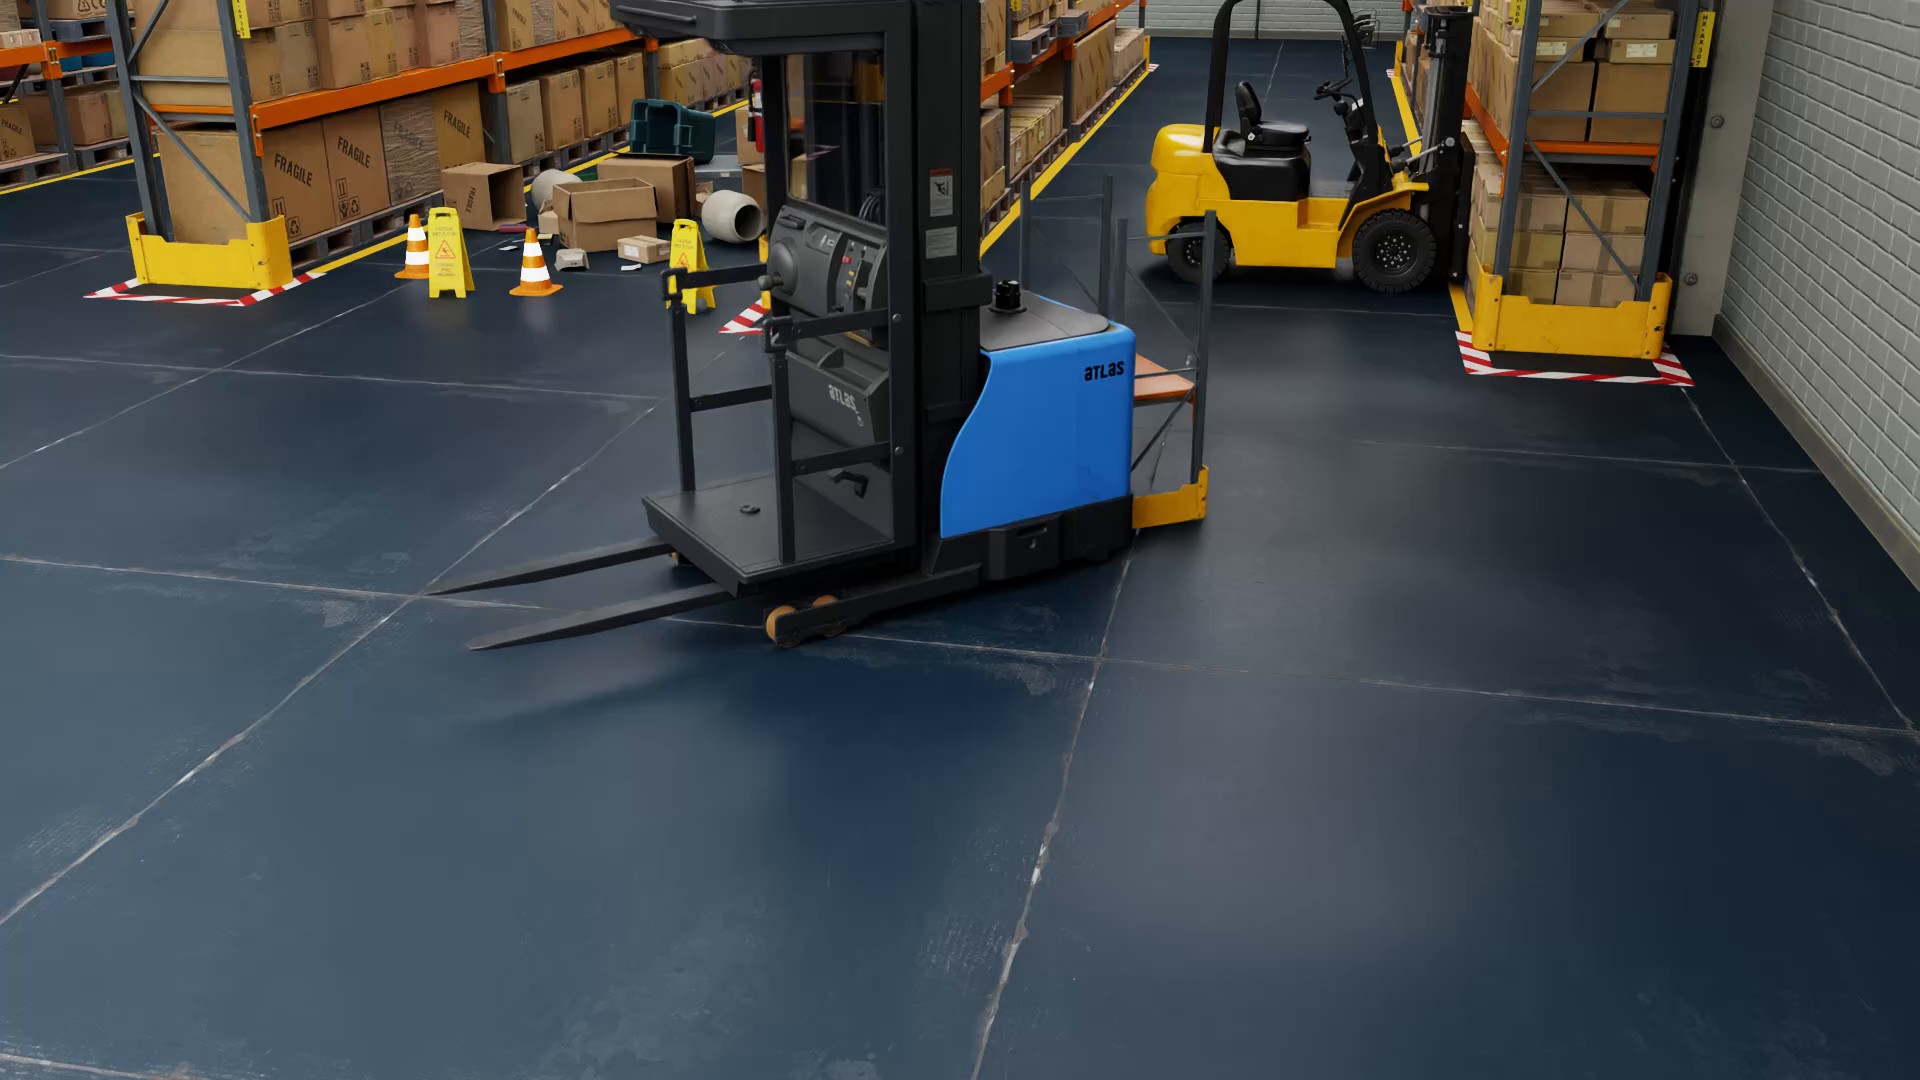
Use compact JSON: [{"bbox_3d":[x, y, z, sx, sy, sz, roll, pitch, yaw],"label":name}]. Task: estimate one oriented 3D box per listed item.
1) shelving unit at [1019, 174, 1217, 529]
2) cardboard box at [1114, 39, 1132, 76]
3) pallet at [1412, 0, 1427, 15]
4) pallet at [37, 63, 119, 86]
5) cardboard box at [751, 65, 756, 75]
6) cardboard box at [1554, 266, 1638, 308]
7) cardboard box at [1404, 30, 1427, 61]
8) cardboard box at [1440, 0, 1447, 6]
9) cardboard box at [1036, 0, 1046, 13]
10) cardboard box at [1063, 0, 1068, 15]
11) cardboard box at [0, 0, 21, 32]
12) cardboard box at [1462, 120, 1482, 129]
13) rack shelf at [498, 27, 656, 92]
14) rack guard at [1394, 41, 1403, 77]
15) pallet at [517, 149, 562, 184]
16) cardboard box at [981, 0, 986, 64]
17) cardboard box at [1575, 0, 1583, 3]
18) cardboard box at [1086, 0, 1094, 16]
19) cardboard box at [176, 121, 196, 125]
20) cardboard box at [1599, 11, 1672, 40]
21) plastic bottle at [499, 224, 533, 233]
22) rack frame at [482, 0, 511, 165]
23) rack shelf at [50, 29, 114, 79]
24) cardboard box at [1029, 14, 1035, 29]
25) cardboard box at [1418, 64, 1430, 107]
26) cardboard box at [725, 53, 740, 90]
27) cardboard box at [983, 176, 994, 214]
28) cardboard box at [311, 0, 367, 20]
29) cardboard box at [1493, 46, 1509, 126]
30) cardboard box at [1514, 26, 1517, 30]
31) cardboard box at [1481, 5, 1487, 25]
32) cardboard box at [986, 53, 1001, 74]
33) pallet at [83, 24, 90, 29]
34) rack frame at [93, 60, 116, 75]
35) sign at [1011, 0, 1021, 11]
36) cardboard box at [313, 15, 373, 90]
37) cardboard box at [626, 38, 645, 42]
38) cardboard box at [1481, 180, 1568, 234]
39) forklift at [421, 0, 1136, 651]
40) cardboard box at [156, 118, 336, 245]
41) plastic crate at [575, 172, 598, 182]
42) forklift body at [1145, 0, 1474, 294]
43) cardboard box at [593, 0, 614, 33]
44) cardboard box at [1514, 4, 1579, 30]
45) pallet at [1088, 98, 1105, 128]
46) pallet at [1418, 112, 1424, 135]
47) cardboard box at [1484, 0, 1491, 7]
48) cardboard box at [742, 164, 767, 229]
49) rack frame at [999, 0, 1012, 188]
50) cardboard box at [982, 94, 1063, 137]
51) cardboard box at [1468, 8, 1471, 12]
[{"bbox_3d":[0.730,-0.950,8.204,0.587,1.500,1.083,-9,24,-21],"label":"shelving unit"},{"bbox_3d":[2.009,-6.994,24.072,0.875,0.438,0.875,4,22,9],"label":"cardboard box"},{"bbox_3d":[6.184,-6.689,20.703,1.003,0.211,1.213,4,22,11],"label":"pallet"},{"bbox_3d":[-13.154,-6.999,24.950,1.003,0.211,1.213,4,22,11],"label":"pallet"},{"bbox_3d":[-2.884,-6.760,23.878,0.380,0.149,0.250,3,22,9],"label":"cardboard box"},{"bbox_3d":[4.297,-1.757,11.320,0.500,0.250,0.500,5,22,11],"label":"cardboard box"},{"bbox_3d":[7.053,-7.345,24.855,0.797,0.503,0.637,4,22,9],"label":"cardboard box"},{"bbox_3d":[5.284,-5.619,17.323,0.500,0.250,0.500,4,22,11],"label":"cardboard box"},{"bbox_3d":[0.554,-5.405,16.164,0.500,0.500,0.500,4,22,11],"label":"cardboard box"},{"bbox_3d":[0.950,-5.717,17.808,0.380,0.149,0.250,4,22,10],"label":"cardboard box"},{"bbox_3d":[-9.892,-5.293,16.449,0.875,0.500,0.500,4,22,11],"label":"cardboard box"},{"bbox_3d":[4.416,-3.366,13.976,0.500,0.250,0.500,4,22,10],"label":"cardboard box"},{"bbox_3d":[-4.497,-5.251,17.840,1.077,0.370,4.000,4,22,11],"label":"rack shelf"},{"bbox_3d":[7.255,-7.337,25.403,1.175,0.500,0.348,4,22,11],"label":"rack guard"},{"bbox_3d":[-4.821,-3.848,17.125,1.003,0.211,1.213,4,22,11],"label":"pallet"},{"bbox_3d":[-0.085,-4.137,13.578,0.500,0.500,0.500,5,22,12],"label":"cardboard box"},{"bbox_3d":[4.627,-3.828,11.944,0.380,0.149,0.250,5,22,11],"label":"cardboard box"},{"bbox_3d":[1.324,-6.447,20.046,0.500,0.250,0.500,5,23,13],"label":"cardboard box"},{"bbox_3d":[-9.250,-5.118,19.302,0.700,0.500,0.500,6,23,15],"label":"cardboard box"},{"bbox_3d":[4.283,-3.265,10.545,0.380,0.149,0.250,4,22,10],"label":"cardboard box"},{"bbox_3d":[-3.879,-2.723,14.534,0.283,0.061,0.133,-3,22,-8],"label":"plastic bottle"},{"bbox_3d":[-4.905,-4.853,15.889,1.000,3.000,0.127,4,22,11],"label":"rack frame"},{"bbox_3d":[-9.332,-5.666,18.870,1.077,0.370,4.000,4,22,11],"label":"rack shelf"},{"bbox_3d":[0.520,-5.060,16.177,0.380,0.149,0.250,5,22,12],"label":"cardboard box"},{"bbox_3d":[5.930,-5.560,20.427,0.500,0.500,0.500,4,22,9],"label":"cardboard box"},{"bbox_3d":[-3.282,-6.337,22.357,0.500,0.500,0.500,4,22,10],"label":"cardboard box"},{"bbox_3d":[0.005,-3.000,14.406,0.500,0.250,0.500,4,22,9],"label":"cardboard box"},{"bbox_3d":[-5.338,-4.496,13.356,0.875,0.550,0.550,4,22,11],"label":"cardboard box"},{"bbox_3d":[3.964,-3.108,11.423,0.500,0.500,0.500,5,23,13],"label":"cardboard box"},{"bbox_3d":[3.999,-3.444,11.388,0.380,0.149,0.250,4,22,11],"label":"cardboard box"},{"bbox_3d":[4.299,-4.110,13.041,0.380,0.149,0.250,5,22,12],"label":"cardboard box"},{"bbox_3d":[0.150,-4.164,14.514,0.380,0.149,0.250,5,22,12],"label":"cardboard box"},{"bbox_3d":[-9.288,-5.915,18.783,1.003,0.211,1.213,4,22,11],"label":"pallet"},{"bbox_3d":[-12.956,-8.572,25.122,1.000,3.000,0.127,4,22,11],"label":"rack frame"},{"bbox_3d":[0.494,-4.876,14.787,0.100,0.325,0.005,4,22,11],"label":"sign"},{"bbox_3d":[-5.362,-3.997,13.563,0.875,0.550,0.550,4,22,11],"label":"cardboard box"},{"bbox_3d":[-4.113,-6.155,20.901,0.500,0.250,0.500,5,22,12],"label":"cardboard box"},{"bbox_3d":[3.794,-2.248,11.201,0.500,0.250,0.500,5,23,13],"label":"cardboard box"},{"bbox_3d":[-0.731,-1.148,6.780,3.031,2.935,1.130,-13,25,-30],"label":"forklift"},{"bbox_3d":[-5.647,-2.853,13.204,0.875,0.875,0.875,5,22,11],"label":"cardboard box"},{"bbox_3d":[-3.658,-3.412,15.998,0.450,0.188,0.662,7,21,42],"label":"plastic crate"},{"bbox_3d":[2.606,-3.112,12.701,2.313,2.155,1.214,4,22,11],"label":"forklift body"},{"bbox_3d":[-4.123,-5.812,18.136,0.500,0.500,0.500,4,22,10],"label":"cardboard box"},{"bbox_3d":[3.919,-3.496,11.118,0.380,0.149,0.250,5,22,12],"label":"cardboard box"},{"bbox_3d":[1.264,-5.410,21.003,1.003,0.211,1.213,4,22,11],"label":"pallet"},{"bbox_3d":[6.078,-5.020,20.037,1.003,0.211,1.213,4,22,11],"label":"pallet"},{"bbox_3d":[4.305,-4.244,12.977,0.380,0.149,0.250,5,22,12],"label":"cardboard box"},{"bbox_3d":[-1.589,-3.066,14.795,0.500,0.500,0.500,-16,27,-35],"label":"cardboard box"},{"bbox_3d":[-0.038,-4.513,15.044,1.000,3.000,0.127,4,22,11],"label":"rack frame"},{"bbox_3d":[0.653,-4.746,18.578,0.950,0.372,0.625,3,22,7],"label":"cardboard box"},{"bbox_3d":[4.672,-4.497,14.537,0.500,0.250,0.500,4,22,10],"label":"cardboard box"}]
